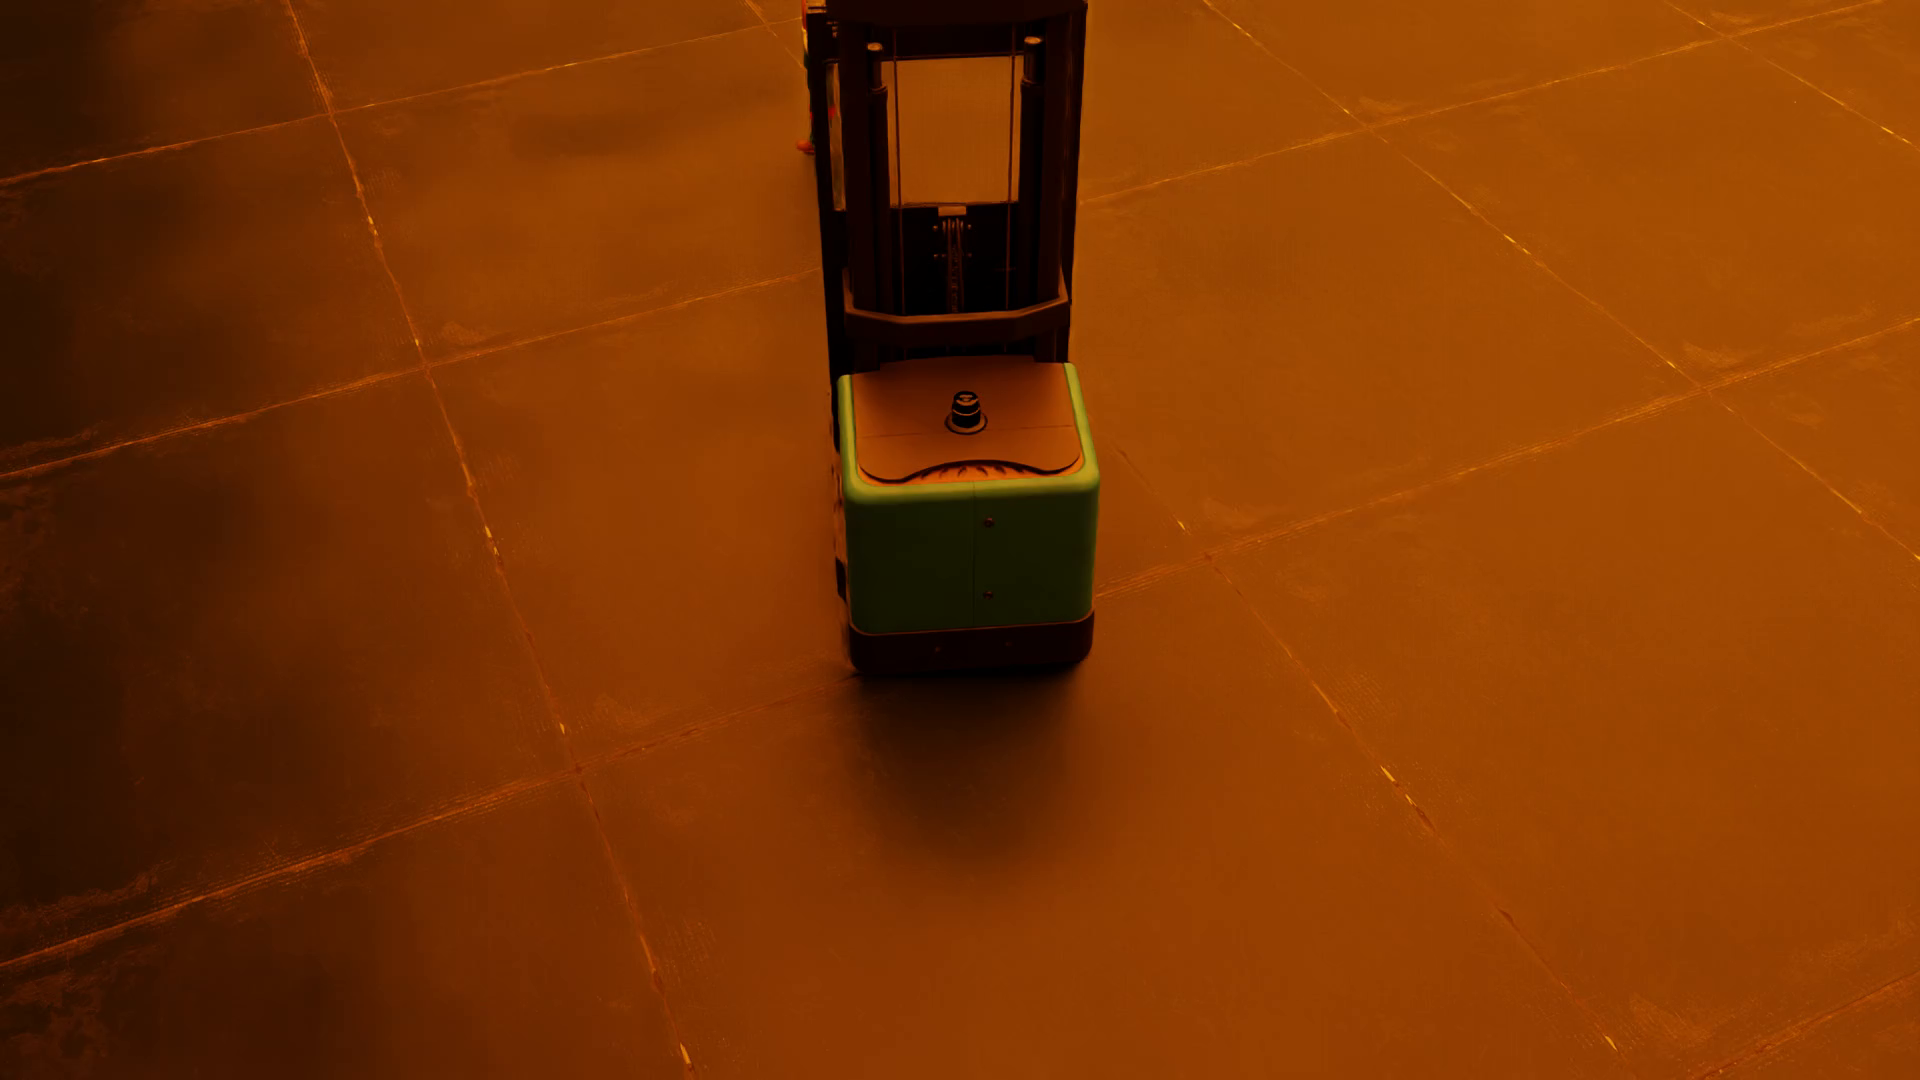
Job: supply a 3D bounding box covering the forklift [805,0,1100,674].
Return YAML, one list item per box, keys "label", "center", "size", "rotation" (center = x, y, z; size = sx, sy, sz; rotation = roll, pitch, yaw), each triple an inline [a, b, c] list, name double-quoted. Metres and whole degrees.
- label: "forklift"
  center: [-0.076, -1.499, 7.287]
  size: [1.130, 2.935, 3.031]
  rotation: [-3, 43, -4]

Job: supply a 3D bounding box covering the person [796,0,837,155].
- label: "person"
  center: [-0.709, -3.098, 9.868]
  size: [0.630, 1.814, 0.506]
  rotation: [-23, 48, -22]
